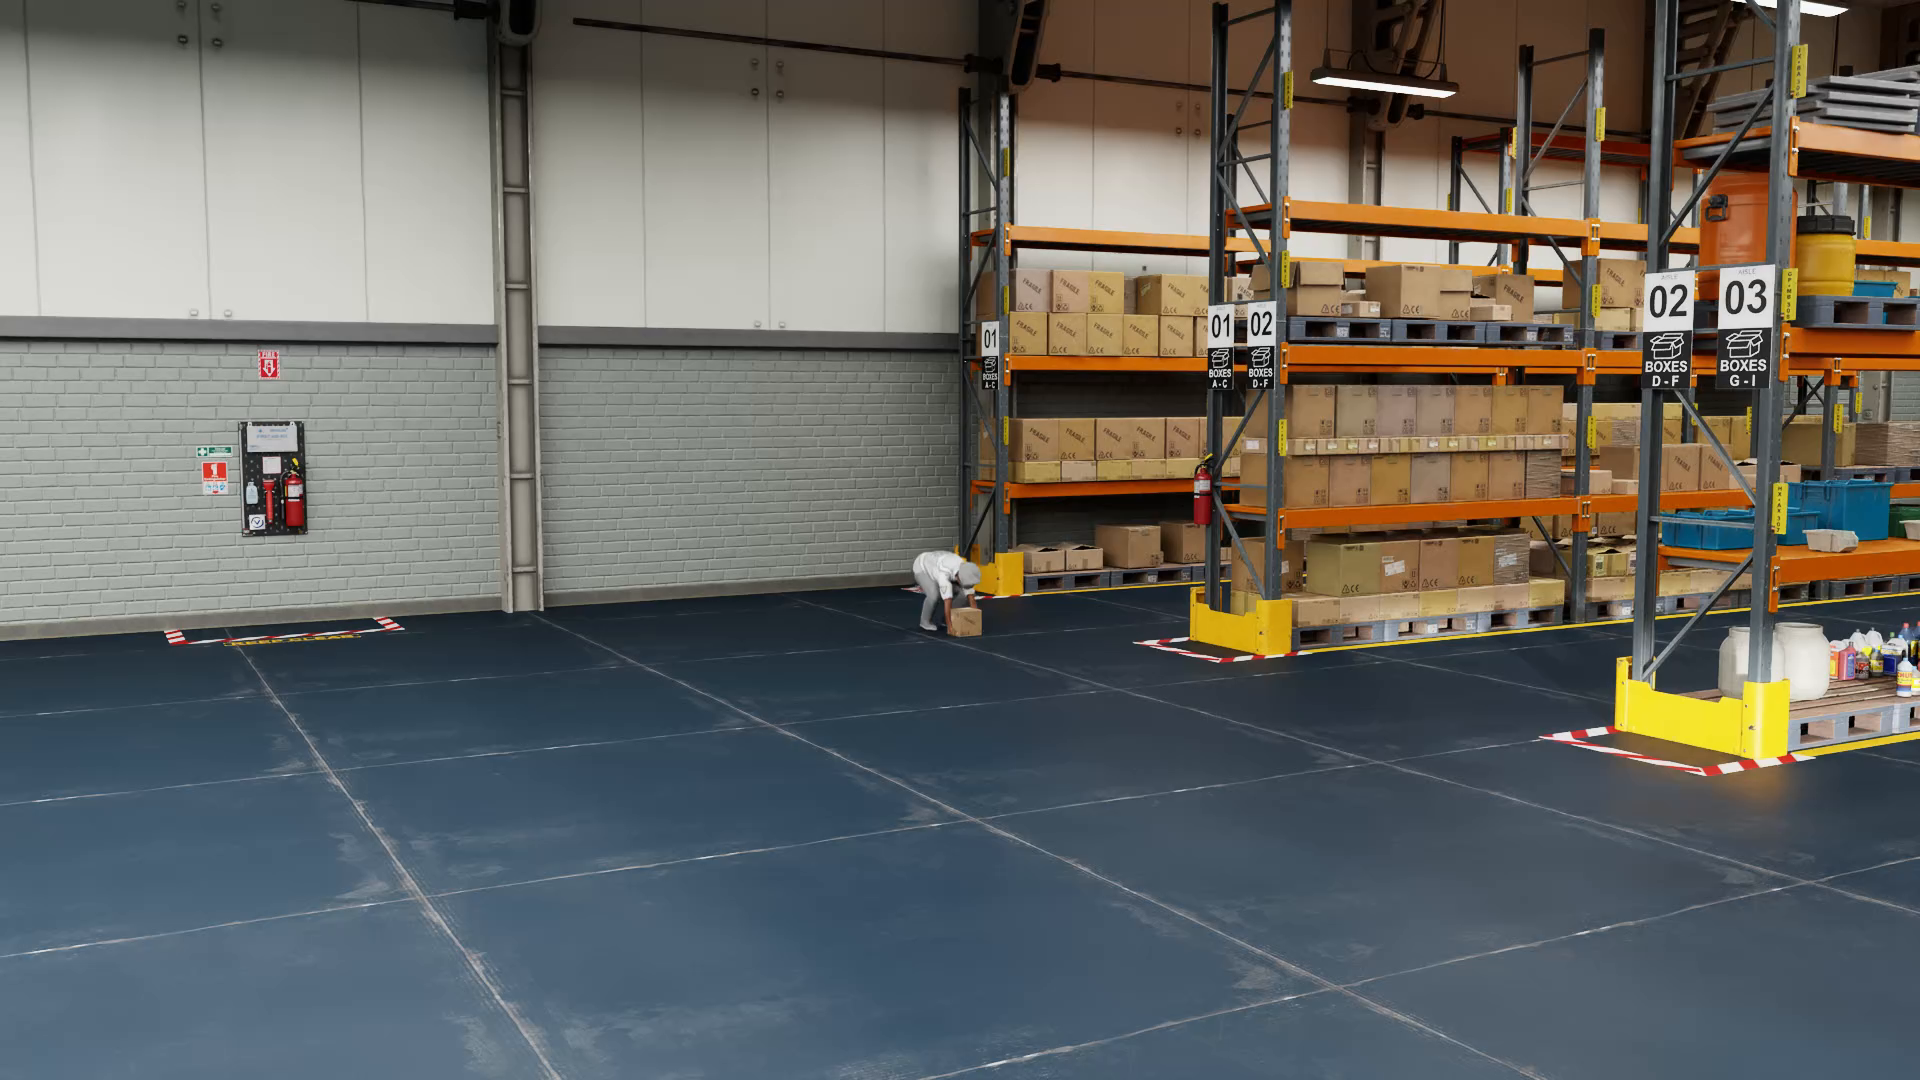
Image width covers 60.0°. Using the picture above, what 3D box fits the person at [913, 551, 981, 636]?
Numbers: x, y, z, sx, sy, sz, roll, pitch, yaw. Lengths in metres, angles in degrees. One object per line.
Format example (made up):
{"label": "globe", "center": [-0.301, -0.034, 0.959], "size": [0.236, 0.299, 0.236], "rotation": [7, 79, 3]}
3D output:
{"label": "person", "center": [-0.117, 0.528, 16.643], "size": [0.469, 0.812, 0.922], "rotation": [-3, 6, -31]}
